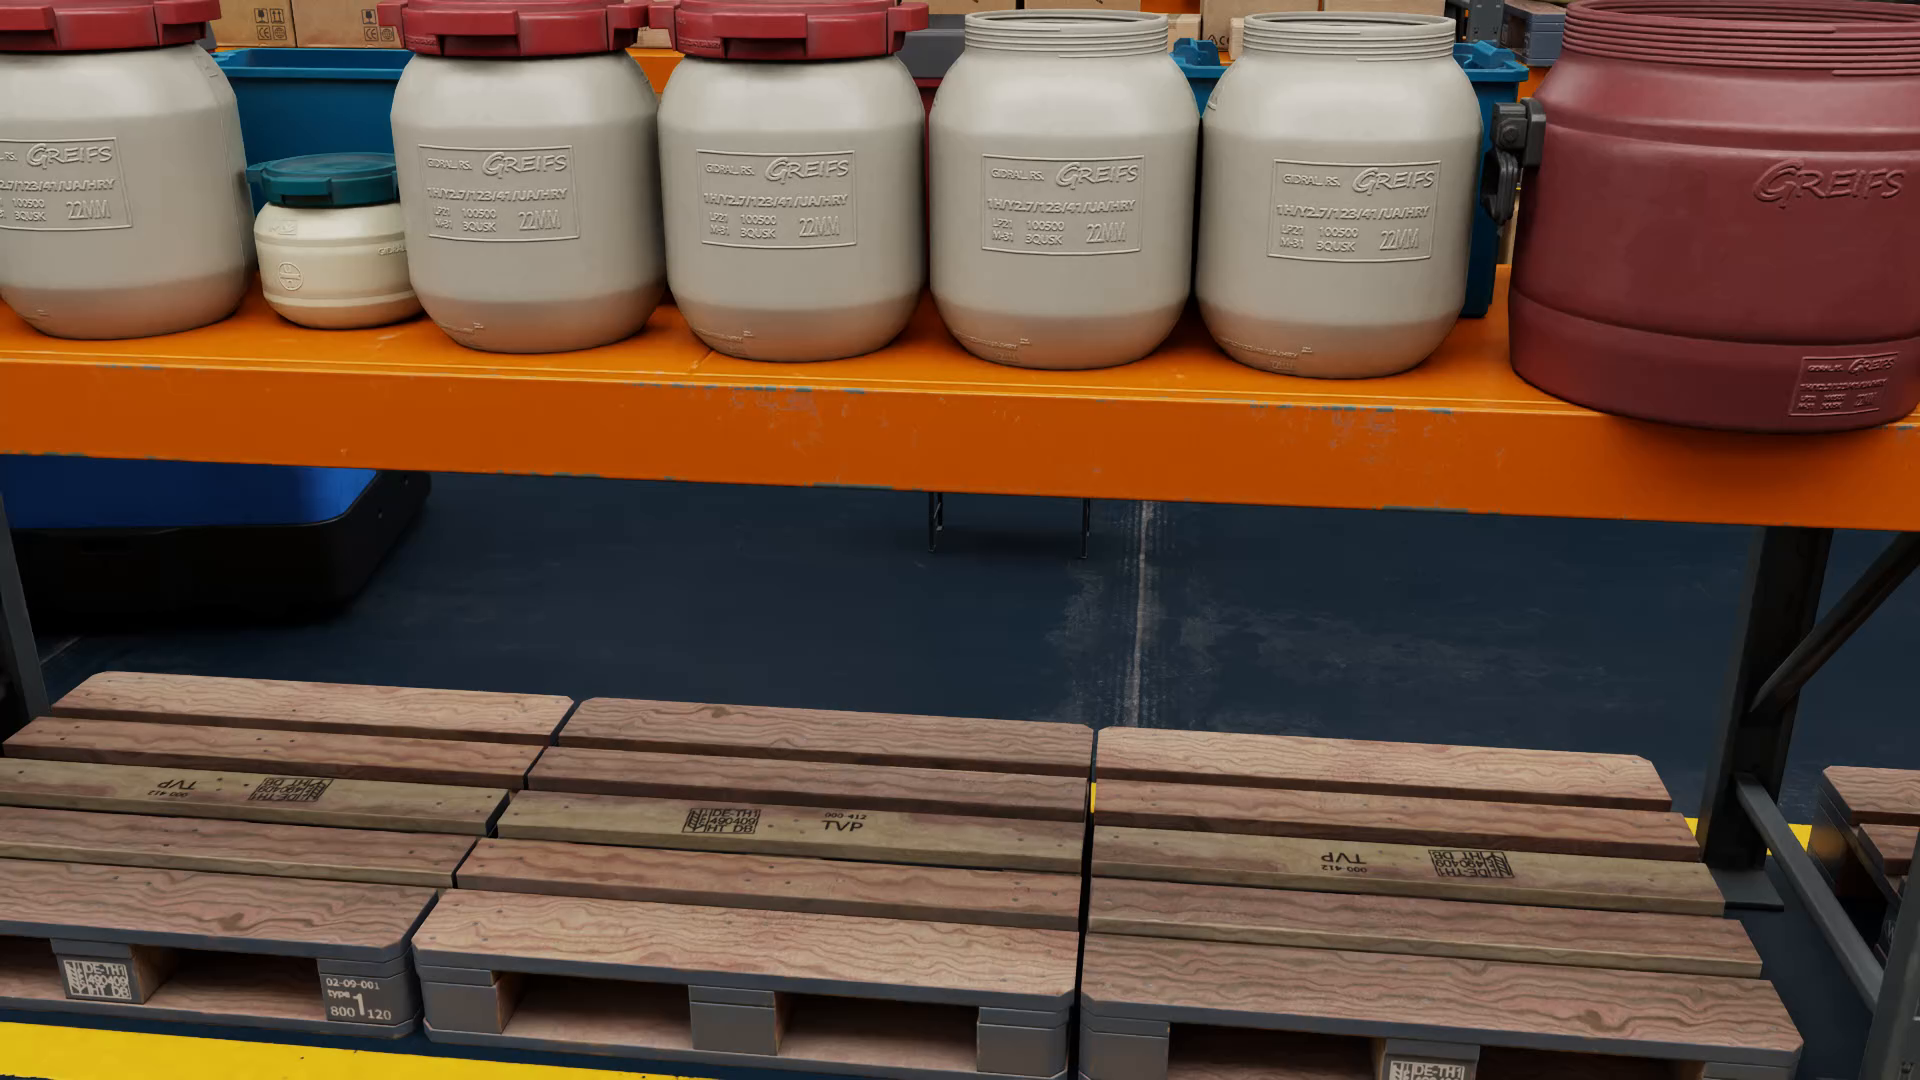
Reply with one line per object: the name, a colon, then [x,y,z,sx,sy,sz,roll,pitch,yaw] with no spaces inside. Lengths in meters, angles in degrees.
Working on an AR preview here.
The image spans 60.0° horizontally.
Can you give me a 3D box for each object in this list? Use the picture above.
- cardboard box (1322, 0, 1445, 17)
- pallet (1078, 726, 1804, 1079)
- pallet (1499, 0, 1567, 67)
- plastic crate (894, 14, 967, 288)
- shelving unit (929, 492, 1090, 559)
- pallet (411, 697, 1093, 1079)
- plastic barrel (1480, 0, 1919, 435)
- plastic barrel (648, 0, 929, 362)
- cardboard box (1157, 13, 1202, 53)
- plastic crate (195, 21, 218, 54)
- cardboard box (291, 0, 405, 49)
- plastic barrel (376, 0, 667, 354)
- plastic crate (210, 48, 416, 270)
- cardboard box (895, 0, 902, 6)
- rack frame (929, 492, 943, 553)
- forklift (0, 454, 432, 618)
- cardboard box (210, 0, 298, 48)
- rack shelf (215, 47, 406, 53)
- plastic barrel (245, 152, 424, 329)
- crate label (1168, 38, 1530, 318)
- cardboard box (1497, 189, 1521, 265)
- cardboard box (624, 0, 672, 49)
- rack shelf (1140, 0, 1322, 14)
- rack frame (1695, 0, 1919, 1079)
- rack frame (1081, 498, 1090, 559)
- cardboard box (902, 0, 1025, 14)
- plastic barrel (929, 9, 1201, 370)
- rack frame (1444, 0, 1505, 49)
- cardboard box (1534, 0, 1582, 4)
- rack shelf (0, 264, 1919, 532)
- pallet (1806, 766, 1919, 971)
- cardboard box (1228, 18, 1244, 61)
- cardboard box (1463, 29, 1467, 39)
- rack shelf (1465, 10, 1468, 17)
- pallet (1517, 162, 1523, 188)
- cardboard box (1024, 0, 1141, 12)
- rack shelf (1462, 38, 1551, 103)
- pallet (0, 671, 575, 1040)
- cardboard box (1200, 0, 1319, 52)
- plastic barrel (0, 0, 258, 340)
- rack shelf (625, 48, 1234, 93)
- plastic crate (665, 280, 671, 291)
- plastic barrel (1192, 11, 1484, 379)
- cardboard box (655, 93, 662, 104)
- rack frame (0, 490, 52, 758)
cardboard box: [1.856,-2.318,7.345,0.500,0.311,0.500,4,22,10]
pallet: [0.861,0.729,3.308,1.213,0.211,1.003,2,22,6]
pallet: [2.894,-2.235,7.274,1.003,0.211,1.213,2,22,6]
plastic crate: [0.057,-0.731,3.122,0.583,0.464,0.402,2,22,6]
shelving unit: [0.164,-0.551,5.201,0.503,1.200,0.258,2,22,6]
pallet: [-0.347,0.676,3.443,1.213,0.211,1.003,2,22,6]
plastic barrel: [1.129,-0.492,2.420,0.708,0.536,0.600,2,22,6]
plastic barrel: [-0.264,-0.584,2.652,0.433,0.535,0.433,0,22,0]
cardboard box: [0.940,-2.246,7.382,0.250,0.149,0.380,4,22,10]
plastic crate: [-1.829,-0.813,3.330,0.583,0.464,0.402,2,22,6]
cardboard box: [-2.726,-2.585,7.762,0.500,0.500,0.700,2,22,6]
plastic barrel: [-0.693,-0.603,2.699,0.433,0.535,0.433,0,22,0]
plastic crate: [-1.214,-0.751,3.281,0.575,0.384,0.392,2,22,6]
cardboard box: [-0.476,-2.486,7.511,0.500,0.500,0.500,4,22,10]
rack frame: [-0.078,-0.561,5.228,0.015,1.200,0.240,2,22,6]
forklift: [-3.295,-1.282,4.695,3.031,2.935,1.130,-1,22,-3]
cardboard box: [-3.223,-2.608,7.821,0.500,0.500,0.700,3,22,7]
rack shelf: [-3.746,-2.253,8.037,4.000,0.370,1.077,2,22,6]
plastic barrel: [-1.050,-0.515,2.851,0.301,0.262,0.301,0,22,0]
crate label: [0.671,-0.678,3.026,0.616,0.435,0.502,2,22,6]
cardboard box: [2.631,-1.246,7.313,0.500,0.500,0.500,3,22,9]
cardboard box: [-1.266,-2.426,7.700,0.500,0.250,0.500,4,22,10]
rack shelf: [0.806,-3.889,12.175,4.000,0.370,1.077,2,22,6]
rack frame: [1.626,-0.520,2.674,0.127,3.000,1.000,2,22,6]
rack frame: [0.407,-0.540,5.174,0.015,1.200,0.240,2,22,6]
cardboard box: [0.022,-2.464,7.456,0.500,0.500,0.500,3,22,6]
plastic barrel: [0.161,-0.556,2.615,0.421,0.512,0.421,0,22,0]
rack frame: [2.213,-2.328,7.248,0.127,3.000,1.000,2,22,6]
cardboard box: [2.851,-2.584,7.188,0.500,0.500,0.700,-5,22,-12]
rack shelf: [-0.360,-0.272,3.025,4.000,0.370,1.077,2,22,6]
pallet: [2.414,0.796,3.139,1.213,0.211,1.003,2,22,6]
cardboard box: [1.287,-2.149,7.138,0.250,0.149,0.380,2,22,6]
cardboard box: [3.507,-3.253,11.940,0.750,0.750,0.750,2,22,6]
rack shelf: [4.778,-3.716,11.737,4.000,0.370,1.077,2,22,6]
pallet: [3.566,-2.778,12.180,1.213,0.211,1.003,2,22,6]
cardboard box: [0.544,-2.441,7.398,0.500,0.500,0.500,1,22,3]
rack shelf: [4.199,-1.907,7.162,4.000,0.370,1.077,2,22,6]
pallet: [-1.562,0.624,3.575,1.213,0.211,1.003,2,22,6]
cardboard box: [1.347,-2.396,7.541,0.500,0.311,0.500,2,22,6]
plastic barrel: [-1.422,-0.634,2.780,0.433,0.535,0.433,0,22,0]
rack shelf: [0.226,-2.080,7.599,4.000,0.370,1.077,2,22,6]
plastic crate: [-0.584,-0.622,3.221,0.662,0.188,0.450,2,22,6]
plastic barrel: [0.579,-0.538,2.569,0.421,0.512,0.421,0,22,0]
cardboard box: [-2.216,-3.382,12.716,0.500,0.500,0.500,1,22,2]
rack frame: [-2.346,-0.693,3.112,0.127,3.000,1.000,2,22,6]
